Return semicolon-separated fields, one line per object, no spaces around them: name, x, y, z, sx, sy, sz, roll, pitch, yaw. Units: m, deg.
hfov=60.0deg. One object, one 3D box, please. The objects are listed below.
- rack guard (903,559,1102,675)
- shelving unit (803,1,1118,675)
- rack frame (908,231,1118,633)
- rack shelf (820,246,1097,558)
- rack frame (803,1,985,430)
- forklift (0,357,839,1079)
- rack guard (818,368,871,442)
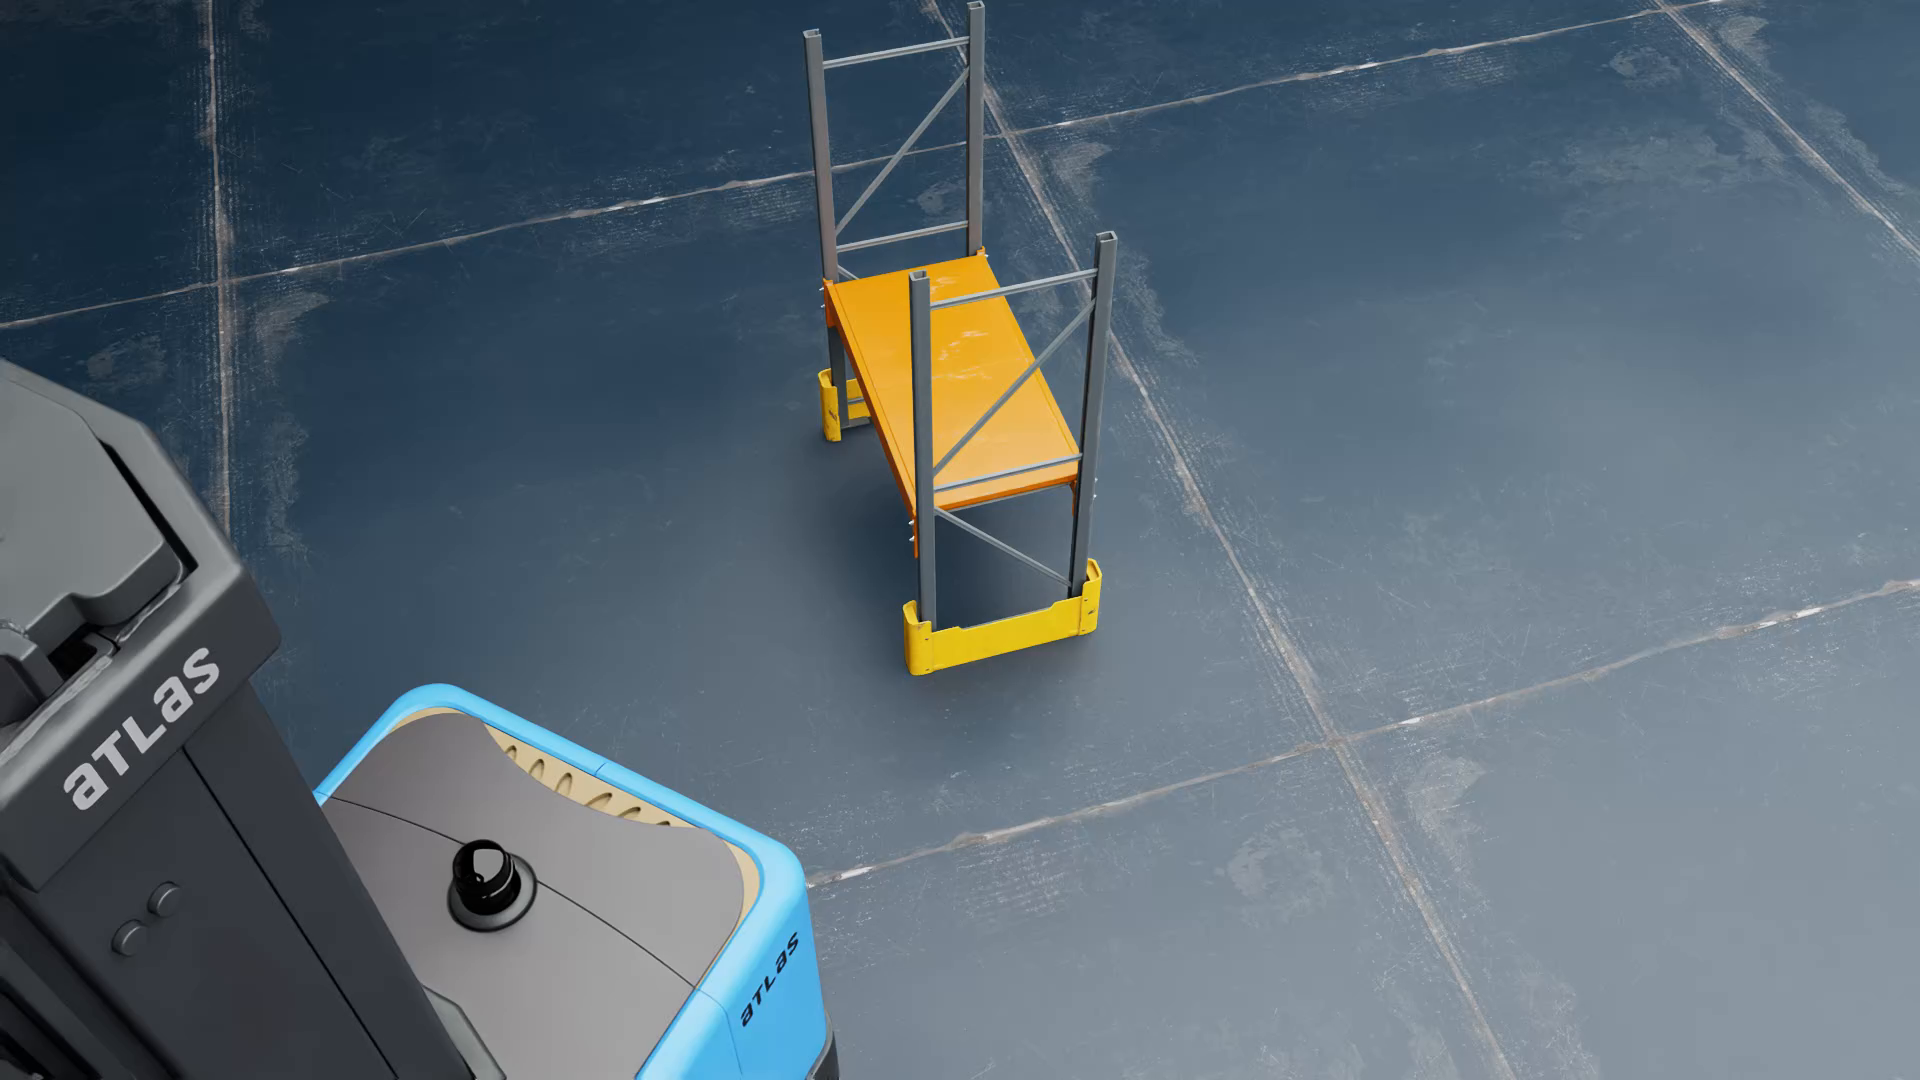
rack guard;0.125;0.227;4.895;0.587;0.250;0.087;-13;51;-11
shelving unit;-0.023;-0.539;4.724;0.587;1.500;1.083;-13;51;-11
rack frame;0.125;-0.174;4.416;0.500;1.500;0.032;-13;51;-11
rack shelf;-0.025;-0.430;4.867;0.538;0.185;1.000;-13;51;-11
rack frame;-0.176;-0.917;5.042;0.500;1.500;0.032;-13;51;-11
forklift;-1.429;1.206;2.316;1.130;2.935;3.031;22;53;17
rack guard;-0.170;-0.500;5.508;0.587;0.250;0.087;-13;51;-11
